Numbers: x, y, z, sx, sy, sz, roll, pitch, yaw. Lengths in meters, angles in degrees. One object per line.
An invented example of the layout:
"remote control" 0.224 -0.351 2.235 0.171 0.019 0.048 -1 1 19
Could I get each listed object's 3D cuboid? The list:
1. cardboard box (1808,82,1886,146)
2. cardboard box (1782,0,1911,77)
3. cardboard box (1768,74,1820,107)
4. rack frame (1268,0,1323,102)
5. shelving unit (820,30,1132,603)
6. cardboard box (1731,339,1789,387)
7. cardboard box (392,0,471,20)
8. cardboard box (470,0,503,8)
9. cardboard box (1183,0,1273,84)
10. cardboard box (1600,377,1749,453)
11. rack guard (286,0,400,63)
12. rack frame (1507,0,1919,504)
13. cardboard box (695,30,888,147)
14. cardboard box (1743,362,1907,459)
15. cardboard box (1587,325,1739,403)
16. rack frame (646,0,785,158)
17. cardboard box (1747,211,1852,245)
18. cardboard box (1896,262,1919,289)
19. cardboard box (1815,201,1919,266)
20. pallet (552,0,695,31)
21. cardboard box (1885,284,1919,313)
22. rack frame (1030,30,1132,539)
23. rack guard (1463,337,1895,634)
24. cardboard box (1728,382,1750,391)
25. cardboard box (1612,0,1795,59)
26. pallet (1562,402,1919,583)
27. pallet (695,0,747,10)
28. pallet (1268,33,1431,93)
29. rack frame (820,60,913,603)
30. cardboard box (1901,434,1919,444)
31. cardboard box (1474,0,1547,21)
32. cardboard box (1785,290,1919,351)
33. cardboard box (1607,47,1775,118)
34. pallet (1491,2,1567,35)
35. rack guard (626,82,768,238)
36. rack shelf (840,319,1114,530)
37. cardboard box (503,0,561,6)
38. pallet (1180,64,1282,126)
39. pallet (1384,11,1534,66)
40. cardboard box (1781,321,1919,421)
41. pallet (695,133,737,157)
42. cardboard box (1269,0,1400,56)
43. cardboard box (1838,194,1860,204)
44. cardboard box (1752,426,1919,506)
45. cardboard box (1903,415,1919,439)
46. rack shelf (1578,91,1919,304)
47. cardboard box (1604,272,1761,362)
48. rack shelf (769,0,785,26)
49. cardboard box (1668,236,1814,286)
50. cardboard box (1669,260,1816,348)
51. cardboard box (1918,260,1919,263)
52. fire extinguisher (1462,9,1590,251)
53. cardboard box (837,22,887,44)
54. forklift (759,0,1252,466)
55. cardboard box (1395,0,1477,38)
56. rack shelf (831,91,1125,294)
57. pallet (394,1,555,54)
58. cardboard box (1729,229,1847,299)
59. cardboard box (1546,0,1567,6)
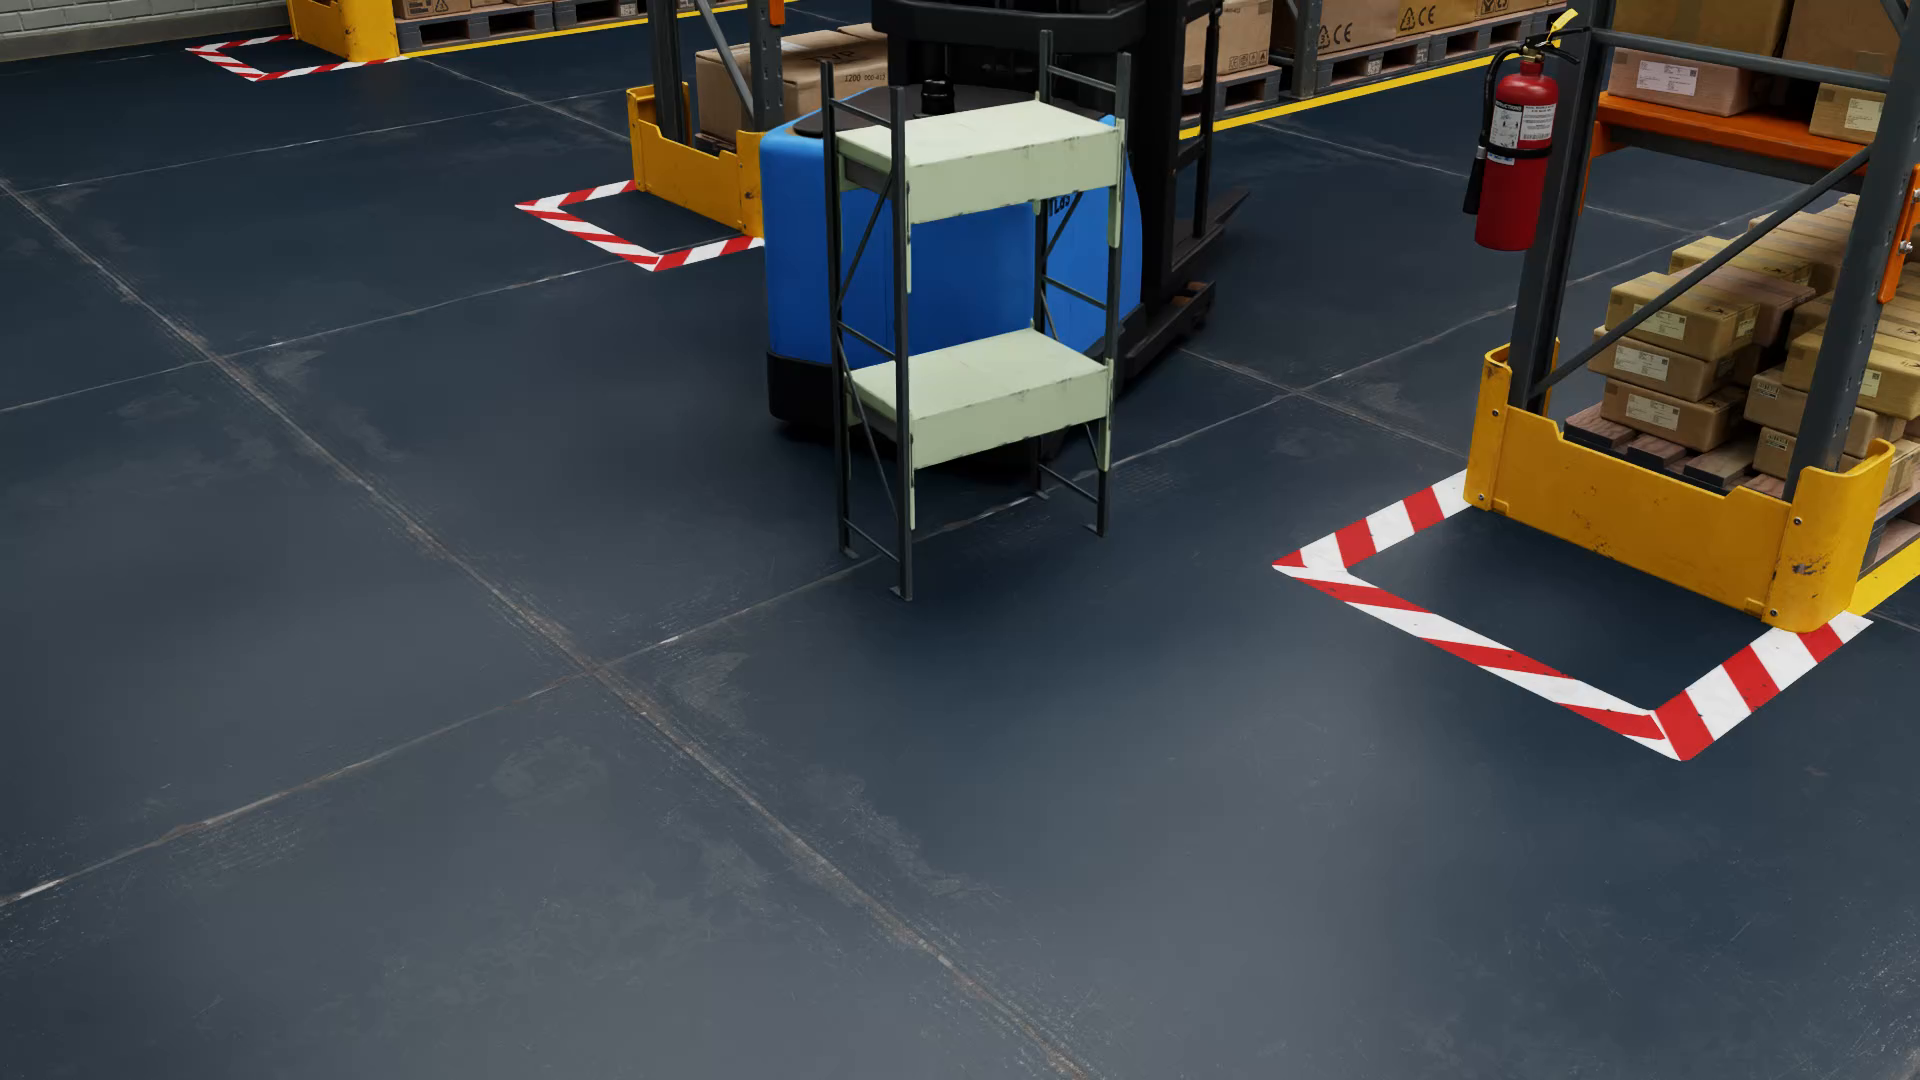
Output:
"cardboard box" 2.551 -1.152 4.491 0.250 0.149 0.380 -22 35 -35
"cardboard box" 2.612 -1.495 4.444 0.500 0.500 0.500 -20 34 -33
"cardboard box" 2.370 -1.435 5.018 0.250 0.149 0.380 -22 35 -35
"rack frame" 1.845 -4.249 10.019 0.127 3.000 1.000 -22 35 -35
"shelving unit" 0.046 -0.652 4.880 0.755 1.500 0.431 -17 33 -29
"cardboard box" 2.542 -0.665 5.576 0.250 0.149 0.380 -23 36 -36
"cardboard box" -3.896 -4.042 11.833 0.637 0.503 0.797 -24 36 -37
"cardboard box" -3.547 -4.001 12.134 0.250 0.149 0.380 -24 36 -37
"cardboard box" 1.297 -3.151 10.236 0.875 0.438 0.875 -22 35 -36
"cardboard box" 2.357 -0.445 5.480 0.250 0.149 0.380 -21 35 -34
"rack guard" -4.365 -3.725 11.690 0.348 0.500 1.175 -22 35 -35
"rack frame" 2.091 -1.282 4.466 0.127 3.000 1.000 -22 35 -35
"cardboard box" -0.761 -2.319 8.679 0.875 0.438 0.875 -23 36 -37
"cardboard box" 2.657 -0.409 5.096 0.250 0.149 0.380 -20 34 -33
"cardboard box" 2.308 -0.605 5.462 0.250 0.149 0.380 -23 36 -36
"rack frame" -1.198 -3.026 7.729 0.127 3.000 1.000 -22 35 -35
"cardboard box" 3.079 -1.064 6.007 0.250 0.149 0.380 -20 34 -33
"cardboard box" 3.252 -0.775 5.465 0.250 0.149 0.380 -24 36 -37
"cardboard box" 3.352 -1.105 6.084 0.250 0.149 0.380 -23 36 -36
"pallet" -2.831 -4.213 12.910 1.213 0.211 1.003 -22 35 -35
"cardboard box" 3.117 -0.669 5.267 0.250 0.149 0.380 -22 35 -35
"rack frame" 0.352 -0.747 5.057 0.023 1.500 0.400 -17 33 -29
"rack guard" 2.149 -0.202 5.098 0.348 0.500 1.175 -22 35 -35
"cardboard box" 2.486 -0.560 5.695 0.250 0.149 0.380 -21 34 -33
"cardboard box" 2.266 -1.687 4.802 0.500 0.500 0.500 -21 35 -34
"pallet" 2.790 -0.311 5.608 1.213 0.211 1.003 -22 35 -35
"pallet" -1.903 -4.588 13.612 1.213 0.211 1.003 -22 35 -35
"pallet" 2.383 -3.283 11.168 1.213 0.211 1.003 -22 35 -35
"rack frame" -0.259 -0.557 4.702 0.023 1.500 0.400 -17 33 -29
"cardboard box" 2.844 -0.364 5.329 0.250 0.149 0.380 -22 35 -35
"cardboard box" 3.627 -4.268 11.863 0.875 0.875 0.875 -21 35 -34
"cardboard box" 2.842 -0.638 5.209 0.250 0.149 0.380 -21 35 -34
"cardboard box" 2.156 -1.372 4.901 0.250 0.149 0.380 -22 35 -35
"pallet" 4.239 -4.029 12.565 1.213 0.211 1.003 -22 35 -35
"rack guard" -1.217 -1.916 8.305 0.348 0.500 1.175 -22 35 -35
"rack shelf" 0.046 -0.365 5.033 0.720 0.370 0.431 -17 33 -29
"cardboard box" -3.220 -4.288 12.297 0.500 0.500 0.700 -20 34 -33
"pallet" 1.215 -2.815 10.293 1.213 0.211 1.003 -22 35 -35
"pallet" 3.311 -3.658 11.870 1.213 0.211 1.003 -22 35 -35
"cardboard box" 2.711 -0.510 4.970 0.250 0.149 0.380 -24 36 -37
"pallet" -0.641 -2.068 8.897 1.213 0.211 1.003 -22 35 -35
"cardboard box" 2.264 -3.716 10.829 0.875 0.875 0.875 -21 34 -33
"cardboard box" 3.532 -1.196 6.253 0.250 0.149 0.380 -22 35 -35
"cardboard box" 2.698 -0.255 5.124 0.250 0.149 0.380 -21 35 -34
"cardboard box" 2.902 -0.472 5.215 0.250 0.149 0.380 -22 35 -35
"rack shelf" 3.613 -1.576 5.780 4.000 0.370 1.077 -22 35 -35
"cardboard box" 2.330 -0.725 5.372 0.250 0.149 0.380 -21 35 -34
"rack shelf" 0.323 -3.320 9.044 4.000 0.370 1.077 -22 35 -35
"cardboard box" 2.673 -0.906 5.710 0.250 0.149 0.380 -23 36 -36
"cardboard box" 2.558 -0.781 5.477 0.250 0.149 0.380 -21 35 -34
"cardboard box" 3.469 -0.856 5.617 0.250 0.149 0.380 -20 34 -33
"fire extinguisher" 1.600 -1.172 4.737 0.183 0.674 0.296 -22 35 -35
"cardboard box" -0.070 -2.602 9.208 0.875 0.438 0.875 -21 34 -34
"forklift" 0.419 -2.207 6.270 1.130 2.935 3.031 13 31 23
"cardboard box" 2.947 -3.995 11.352 0.875 0.875 0.875 -21 34 -34
"rack shelf" 0.046 -0.997 4.696 0.720 0.370 0.431 -17 33 -29
"pallet" -3.759 -3.842 12.215 1.213 0.211 1.003 -22 35 -35
"cardboard box" 2.911 -0.962 5.816 0.250 0.149 0.380 -24 36 -37
"cardboard box" 4.308 -4.540 12.371 0.875 0.875 0.875 -22 35 -35
